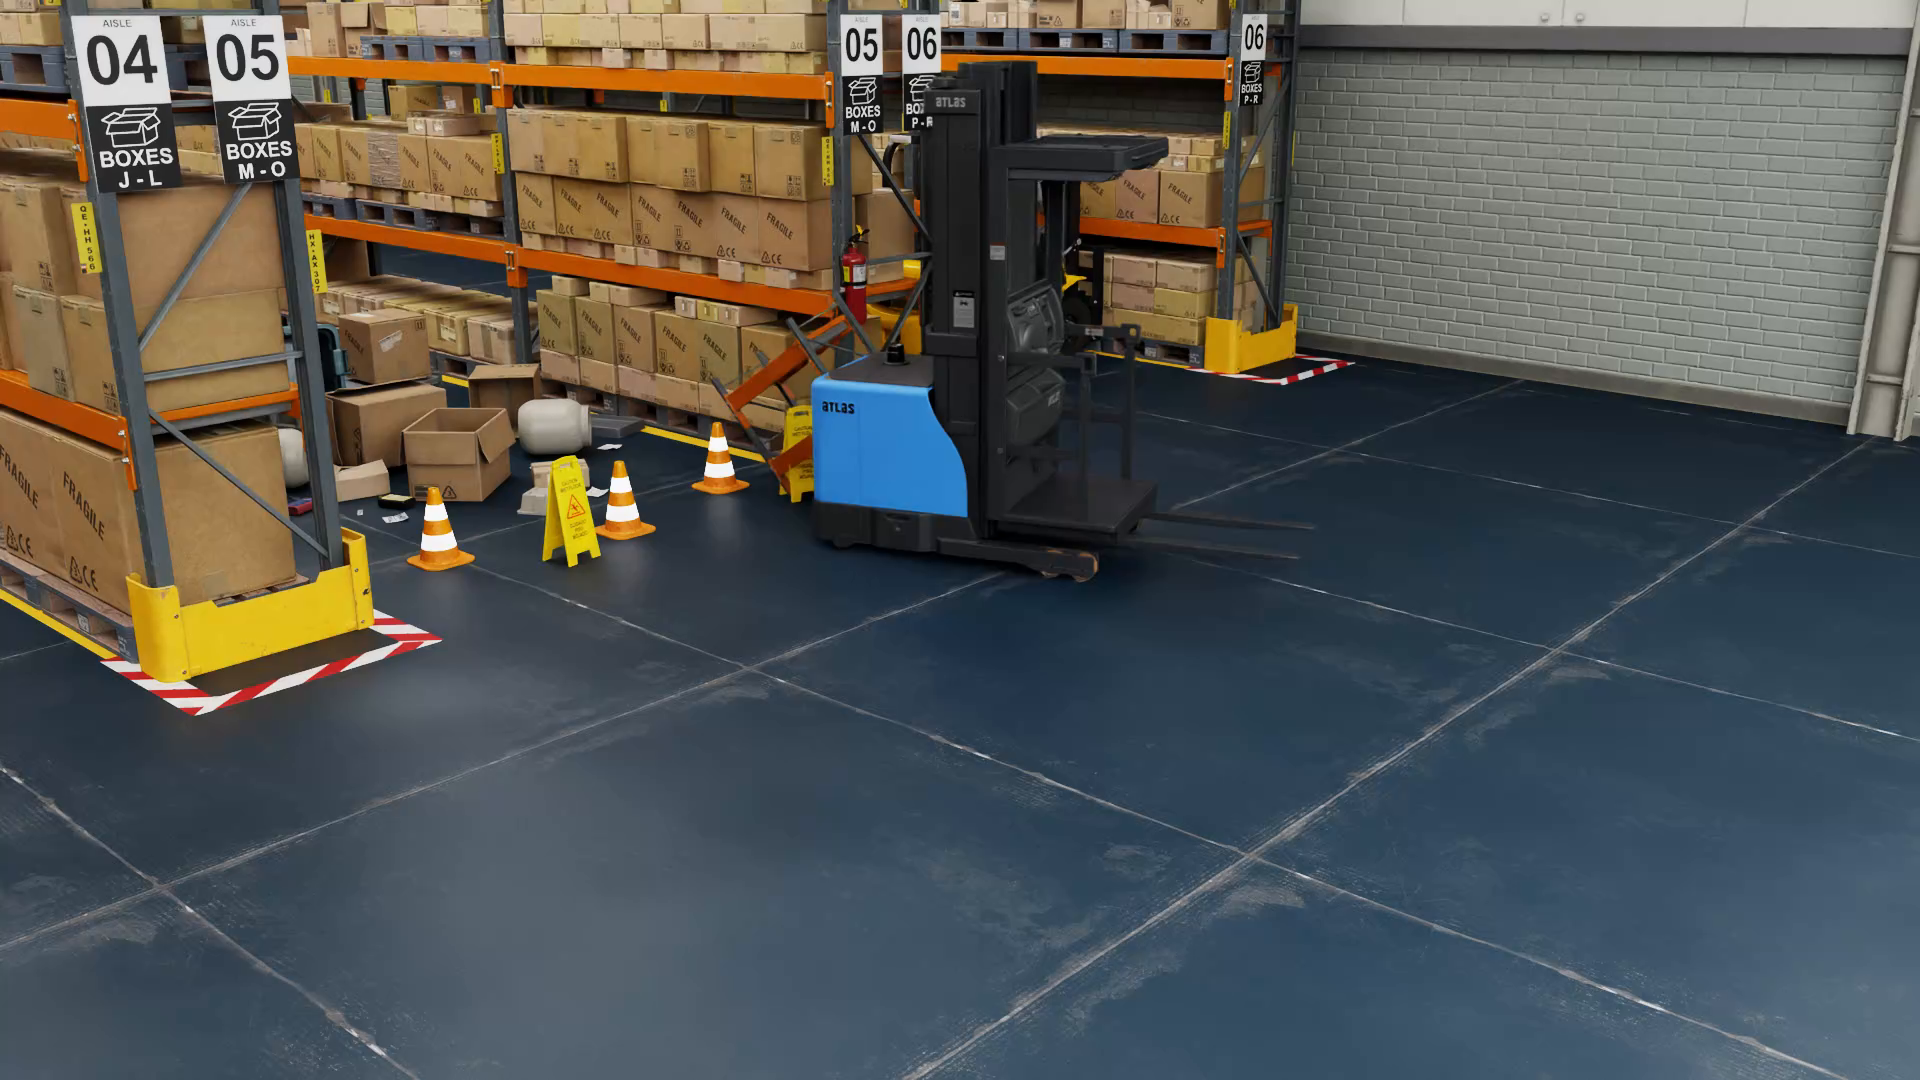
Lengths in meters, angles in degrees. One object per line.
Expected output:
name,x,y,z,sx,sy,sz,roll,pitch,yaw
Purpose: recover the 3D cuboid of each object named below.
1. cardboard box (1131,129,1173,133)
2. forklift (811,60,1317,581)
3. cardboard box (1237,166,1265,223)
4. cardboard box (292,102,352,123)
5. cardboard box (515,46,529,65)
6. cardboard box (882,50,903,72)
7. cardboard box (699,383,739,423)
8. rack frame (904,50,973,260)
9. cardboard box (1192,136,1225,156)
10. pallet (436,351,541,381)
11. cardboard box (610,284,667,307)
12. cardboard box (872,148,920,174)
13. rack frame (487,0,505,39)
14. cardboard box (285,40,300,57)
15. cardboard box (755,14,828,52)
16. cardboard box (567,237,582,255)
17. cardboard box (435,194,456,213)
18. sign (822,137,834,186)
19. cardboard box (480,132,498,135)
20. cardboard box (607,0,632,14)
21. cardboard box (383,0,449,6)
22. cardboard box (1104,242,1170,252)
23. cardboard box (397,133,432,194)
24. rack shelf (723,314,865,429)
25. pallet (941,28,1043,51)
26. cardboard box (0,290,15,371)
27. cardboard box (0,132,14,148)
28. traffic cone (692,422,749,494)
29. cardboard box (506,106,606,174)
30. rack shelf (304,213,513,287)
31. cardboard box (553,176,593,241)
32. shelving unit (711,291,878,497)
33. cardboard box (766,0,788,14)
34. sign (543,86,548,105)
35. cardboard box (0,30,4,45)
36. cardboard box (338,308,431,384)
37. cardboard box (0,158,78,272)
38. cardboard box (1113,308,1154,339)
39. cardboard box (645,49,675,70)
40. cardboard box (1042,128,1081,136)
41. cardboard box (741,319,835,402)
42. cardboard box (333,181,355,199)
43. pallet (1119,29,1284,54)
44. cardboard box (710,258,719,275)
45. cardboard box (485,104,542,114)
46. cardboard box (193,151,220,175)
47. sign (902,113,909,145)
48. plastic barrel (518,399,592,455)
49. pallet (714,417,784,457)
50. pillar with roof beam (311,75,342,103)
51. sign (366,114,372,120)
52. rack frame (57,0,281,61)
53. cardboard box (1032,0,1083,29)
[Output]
cardboard box,1.892,-3.963,16.411,0.250,0.149,0.380,16,24,41
forklift,0.643,-1.334,9.971,3.031,2.935,1.130,6,19,19
cardboard box,2.584,-3.348,16.038,0.500,0.500,0.500,16,24,41
cardboard box,-6.711,-4.299,17.382,0.500,0.500,0.500,14,22,37
cardboard box,-3.442,-4.008,13.740,0.250,0.149,0.380,15,23,38
cardboard box,-0.554,-3.465,12.026,0.250,0.149,0.380,15,23,39
cardboard box,-1.687,-1.111,13.006,0.500,0.250,0.500,15,23,39
rack frame,-0.221,-3.941,18.072,0.127,3.000,1.000,15,23,39
cardboard box,2.363,-3.661,15.460,0.250,0.149,0.380,15,23,39
pallet,-4.096,-1.645,15.445,1.213,0.211,1.003,15,23,39
cardboard box,-2.608,-1.999,13.492,0.250,0.149,0.380,17,24,42
cardboard box,-0.758,-4.149,18.148,0.500,0.250,0.500,14,23,38
rack frame,-3.513,-5.677,13.624,0.127,3.000,1.000,15,23,39
cardboard box,-6.382,-4.829,16.326,0.250,0.149,0.380,15,23,39
cardboard box,-1.083,-3.556,11.656,0.500,0.250,0.500,15,23,39
cardboard box,-3.048,-2.477,13.872,0.250,0.149,0.380,15,23,39
cardboard box,-4.483,-3.040,14.951,0.250,0.149,0.380,15,23,38
sign,-0.905,-2.595,11.395,0.005,0.325,0.100,15,23,39
cardboard box,-4.048,-3.467,15.225,0.500,0.500,0.500,15,23,39
cardboard box,-2.484,-4.122,12.778,0.250,0.149,0.380,15,23,38
cardboard box,-4.809,-4.902,14.867,0.500,0.250,0.500,16,23,40
cardboard box,1.794,-2.846,16.819,0.500,0.250,0.500,15,23,39
cardboard box,-4.765,-3.452,15.180,0.500,0.500,0.500,16,24,41
rack shelf,-1.116,-1.151,11.260,0.538,0.278,1.000,-38,7,-41
pallet,0.434,-5.164,17.111,1.213,0.211,1.003,15,23,39
cardboard box,-5.224,-1.353,9.670,0.500,0.550,0.875,15,23,39
cardboard box,-11.923,-5.018,21.300,0.500,0.500,0.500,15,23,38
traffic cone,-1.699,-0.600,11.737,0.334,0.463,0.336,15,23,39
cardboard box,-3.328,-3.346,13.887,0.500,0.500,0.700,15,23,39
rack shelf,-5.009,-2.876,15.905,4.000,0.370,1.077,15,23,39
cardboard box,-2.978,-2.760,13.693,0.500,0.500,0.500,15,23,39
shelving unit,-0.953,-0.909,11.287,0.538,1.125,1.048,-38,7,-41
cardboard box,-1.138,-3.766,11.658,0.250,0.149,0.380,16,23,40
sign,-5.839,-6.226,23.356,0.005,0.325,0.100,15,23,39
cardboard box,-4.585,-2.524,8.204,0.250,0.149,0.380,15,23,40
cardboard box,-4.672,-1.578,13.507,0.500,0.500,0.500,15,23,39
cardboard box,-5.267,-1.853,9.460,0.500,0.550,0.875,15,23,39
cardboard box,1.844,-2.153,16.287,0.500,0.250,0.500,15,23,39
cardboard box,-2.152,-3.631,12.551,0.250,0.149,0.380,15,23,39
cardboard box,1.035,-4.022,16.597,0.250,0.149,0.380,15,23,39
cardboard box,-1.294,-1.363,12.561,0.500,0.500,0.500,15,23,40
cardboard box,-5.830,-3.404,16.101,0.250,0.149,0.380,15,23,40
pallet,2.259,-4.674,15.567,1.213,0.211,1.003,15,23,39
cardboard box,-1.695,-2.132,12.785,0.250,0.149,0.380,15,23,40
cardboard box,-5.991,-5.648,22.589,0.500,0.500,0.700,16,23,41
cardboard box,-7.818,-4.028,17.765,0.500,0.250,0.500,14,23,38
sign,-0.574,-4.331,17.516,0.005,0.325,0.100,15,23,39
plastic barrel,-3.071,-0.859,12.618,0.512,0.421,0.421,-3,18,-8
pallet,-1.162,-0.872,13.010,1.213,0.211,1.003,15,23,39
pillar with roof beam,-13.472,-8.982,24.036,0.400,9.000,9.100,15,23,39
sign,-6.152,-4.260,17.292,0.005,0.325,0.100,15,23,39
rack frame,-3.731,-3.734,7.500,0.127,3.000,1.000,15,23,39
cardboard box,1.166,-5.253,16.217,0.637,0.503,0.797,16,24,41
